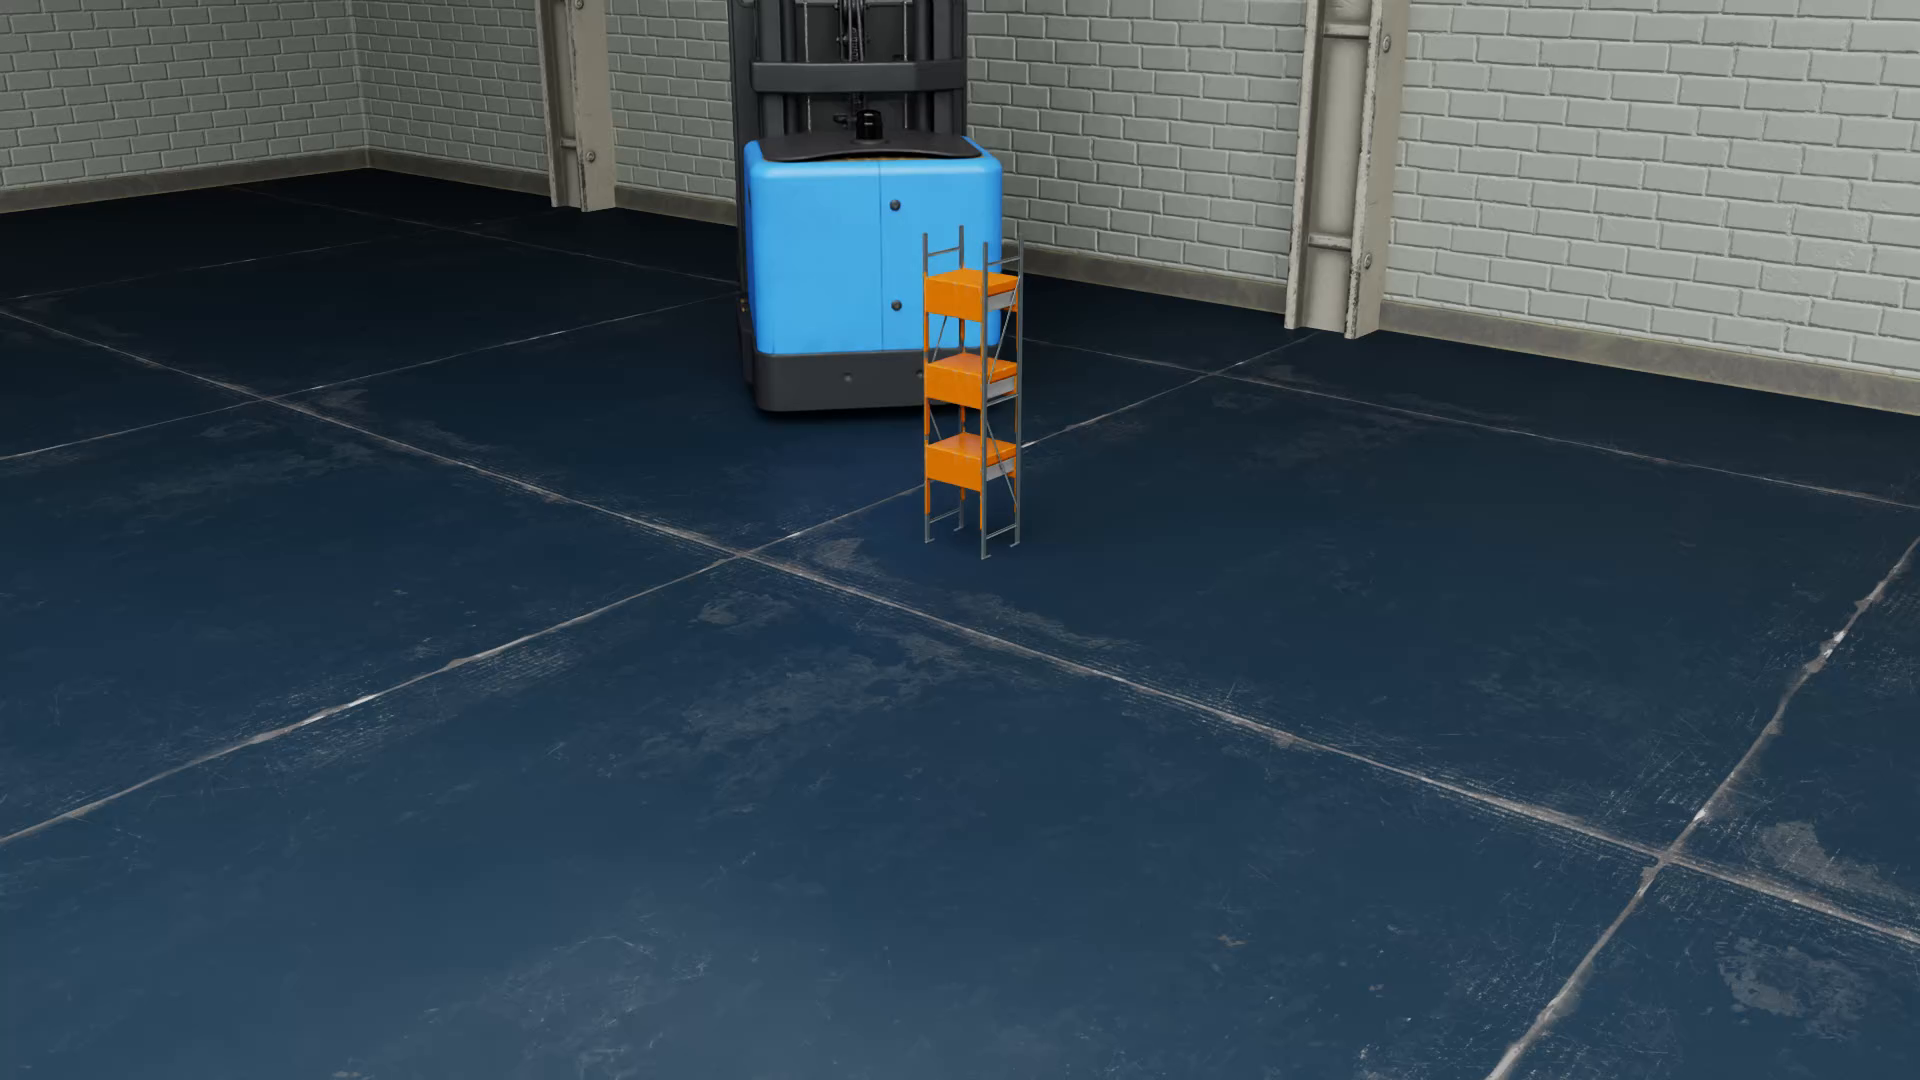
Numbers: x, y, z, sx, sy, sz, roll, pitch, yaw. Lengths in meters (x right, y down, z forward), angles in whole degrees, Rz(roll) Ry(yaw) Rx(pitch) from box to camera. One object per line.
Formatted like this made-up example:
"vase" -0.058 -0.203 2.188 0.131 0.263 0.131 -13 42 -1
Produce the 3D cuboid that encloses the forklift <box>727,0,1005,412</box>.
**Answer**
"forklift" -0.550 -2.384 7.836 1.130 2.935 3.031 -3 21 -8

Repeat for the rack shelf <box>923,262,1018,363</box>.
"rack shelf" 0.041 -0.735 5.355 0.240 0.259 0.215 16 26 36

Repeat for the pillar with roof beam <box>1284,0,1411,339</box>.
"pillar with roof beam" -0.805 -4.127 3.858 0.400 9.000 9.100 16 26 36

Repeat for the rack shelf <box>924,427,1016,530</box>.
"rack shelf" 0.041 -0.209 5.553 0.240 0.259 0.215 16 26 36

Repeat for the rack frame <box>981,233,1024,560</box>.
"rack frame" 0.136 -0.452 5.379 0.008 1.050 0.200 16 26 36

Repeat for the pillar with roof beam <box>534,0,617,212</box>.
"pillar with roof beam" -5.453 -5.465 7.408 0.400 9.000 9.100 16 26 36

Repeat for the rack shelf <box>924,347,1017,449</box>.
"rack shelf" 0.041 -0.469 5.455 0.240 0.259 0.215 16 26 36

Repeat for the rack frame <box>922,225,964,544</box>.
"rack frame" -0.053 -0.507 5.523 0.008 1.050 0.200 16 26 36

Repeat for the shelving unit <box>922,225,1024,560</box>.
"shelving unit" 0.041 -0.479 5.451 0.252 1.050 0.215 16 26 36
